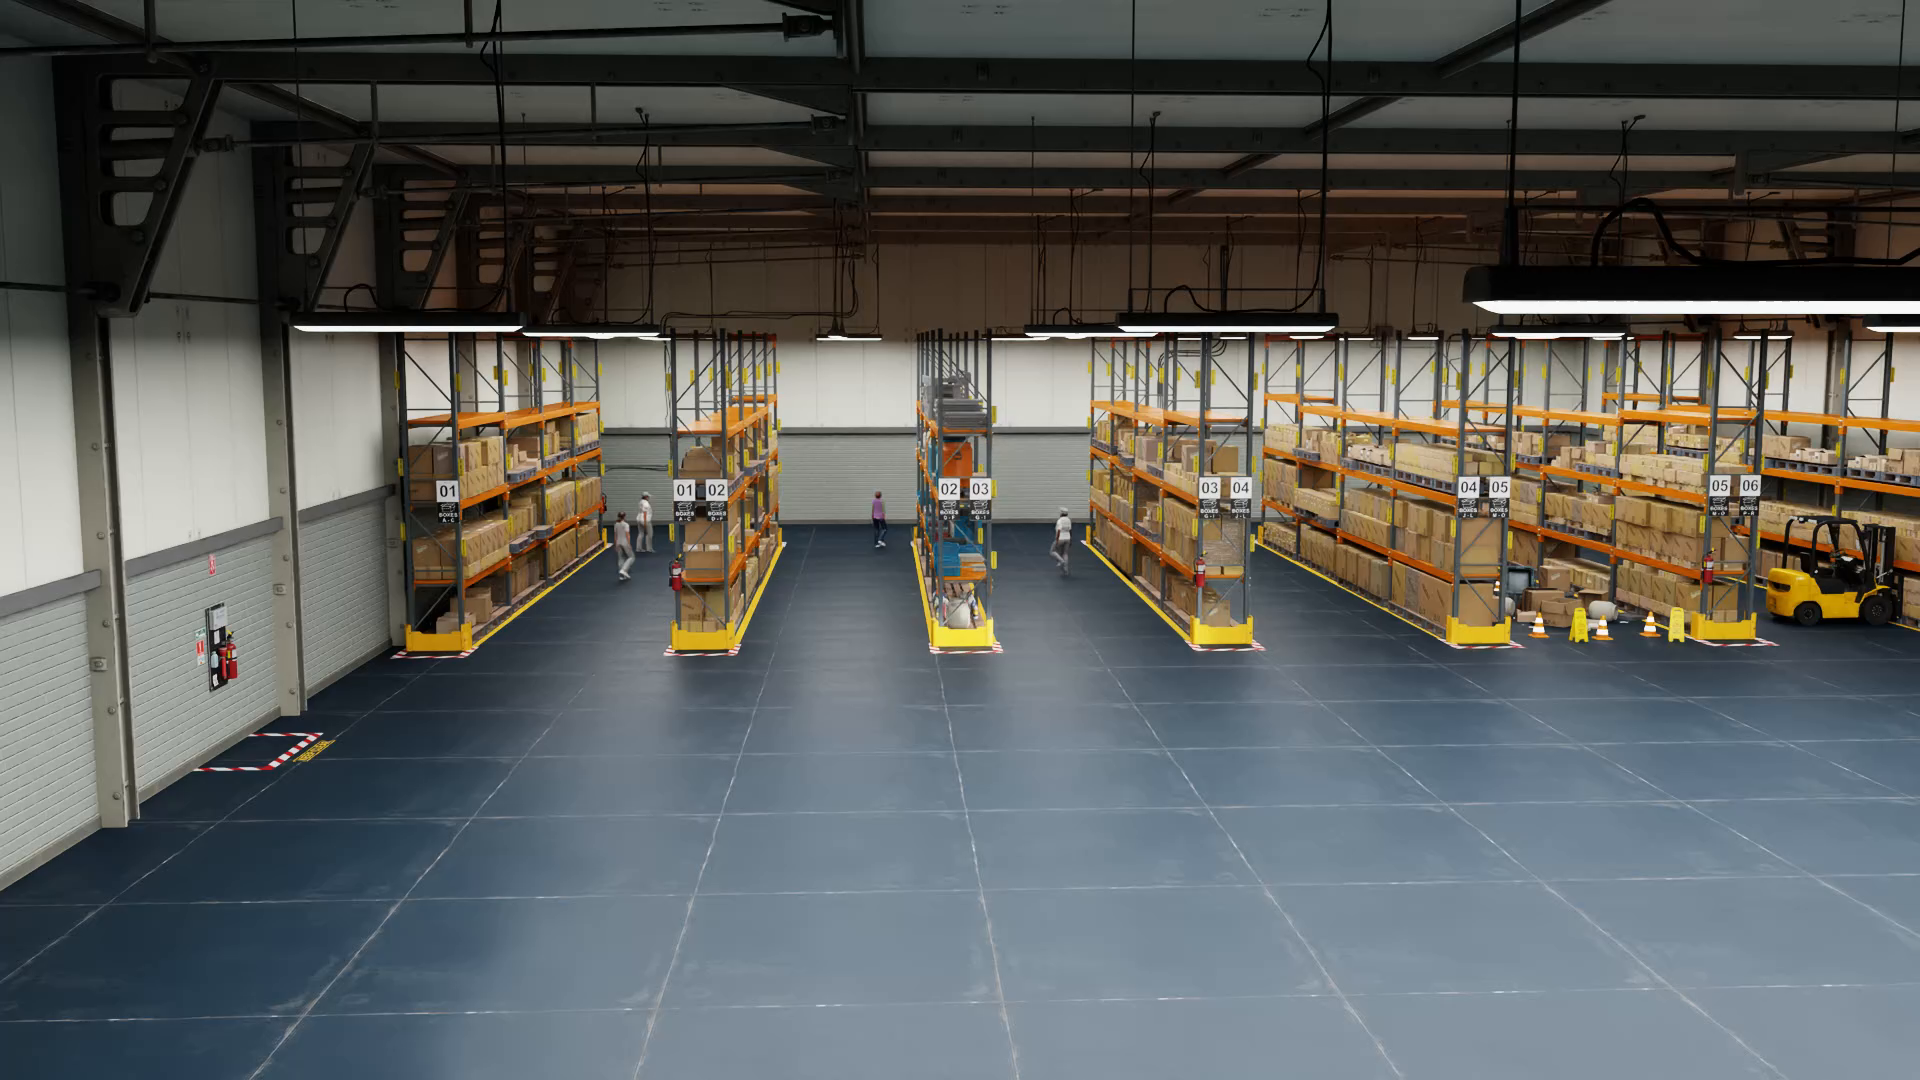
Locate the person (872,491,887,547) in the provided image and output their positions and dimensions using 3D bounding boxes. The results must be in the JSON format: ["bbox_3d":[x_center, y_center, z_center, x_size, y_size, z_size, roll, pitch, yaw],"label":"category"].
[{"bbox_3d":[-2.301,-0.588,46.880,0.473,1.598,0.431,3,8,27],"label":"person"}]

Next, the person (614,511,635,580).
[{"bbox_3d":[-8.207,0.137,40.394,0.473,1.672,0.477,3,8,27],"label":"person"}]

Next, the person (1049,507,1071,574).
[{"bbox_3d":[2.541,0.021,41.331,0.503,1.681,0.514,-5,8,-37],"label":"person"}]

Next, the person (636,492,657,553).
[{"bbox_3d":[-8.666,-0.476,45.794,0.556,1.703,0.519,-4,8,-32],"label":"person"}]
